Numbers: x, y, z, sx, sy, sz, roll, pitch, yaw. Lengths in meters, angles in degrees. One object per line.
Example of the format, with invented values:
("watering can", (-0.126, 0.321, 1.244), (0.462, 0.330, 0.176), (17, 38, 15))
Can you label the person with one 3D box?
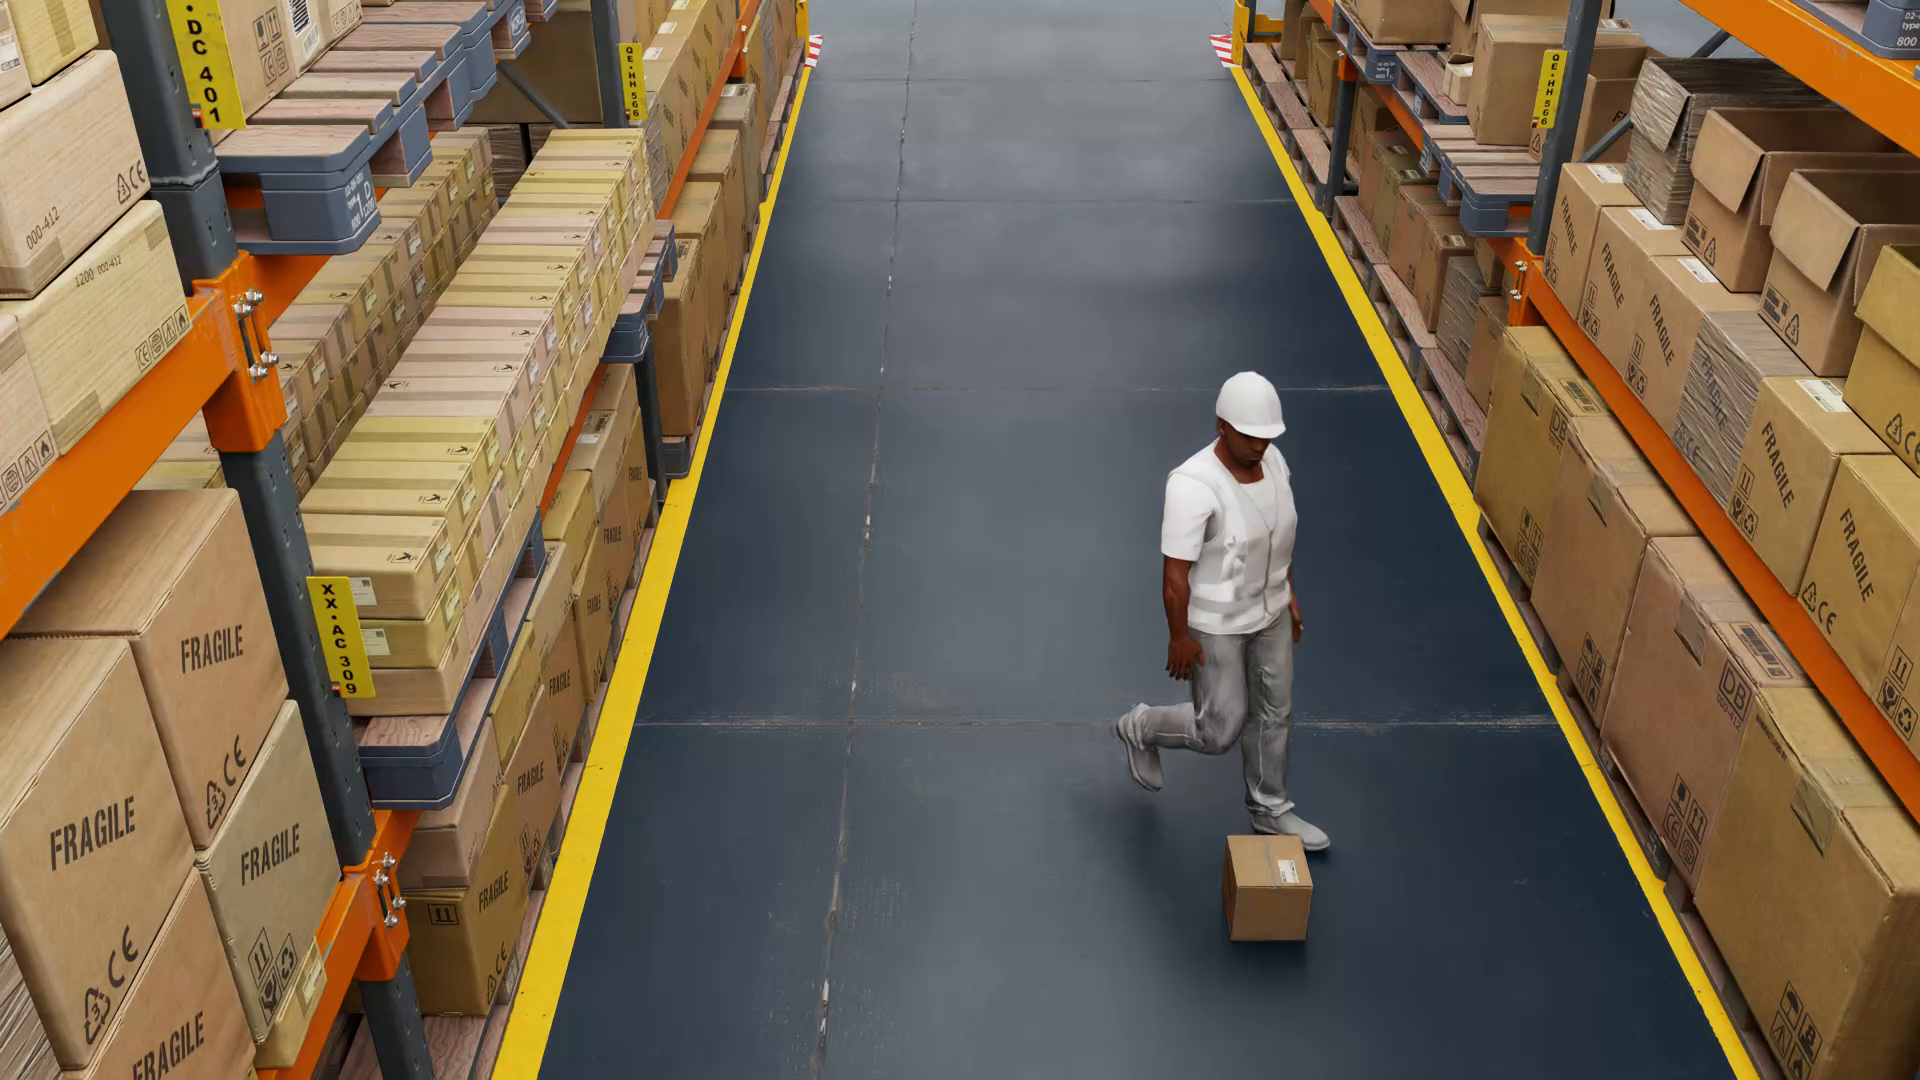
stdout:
("person", (0.971, 0.266, 5.696), (0.603, 1.746, 0.805), (-24, 38, -33))
